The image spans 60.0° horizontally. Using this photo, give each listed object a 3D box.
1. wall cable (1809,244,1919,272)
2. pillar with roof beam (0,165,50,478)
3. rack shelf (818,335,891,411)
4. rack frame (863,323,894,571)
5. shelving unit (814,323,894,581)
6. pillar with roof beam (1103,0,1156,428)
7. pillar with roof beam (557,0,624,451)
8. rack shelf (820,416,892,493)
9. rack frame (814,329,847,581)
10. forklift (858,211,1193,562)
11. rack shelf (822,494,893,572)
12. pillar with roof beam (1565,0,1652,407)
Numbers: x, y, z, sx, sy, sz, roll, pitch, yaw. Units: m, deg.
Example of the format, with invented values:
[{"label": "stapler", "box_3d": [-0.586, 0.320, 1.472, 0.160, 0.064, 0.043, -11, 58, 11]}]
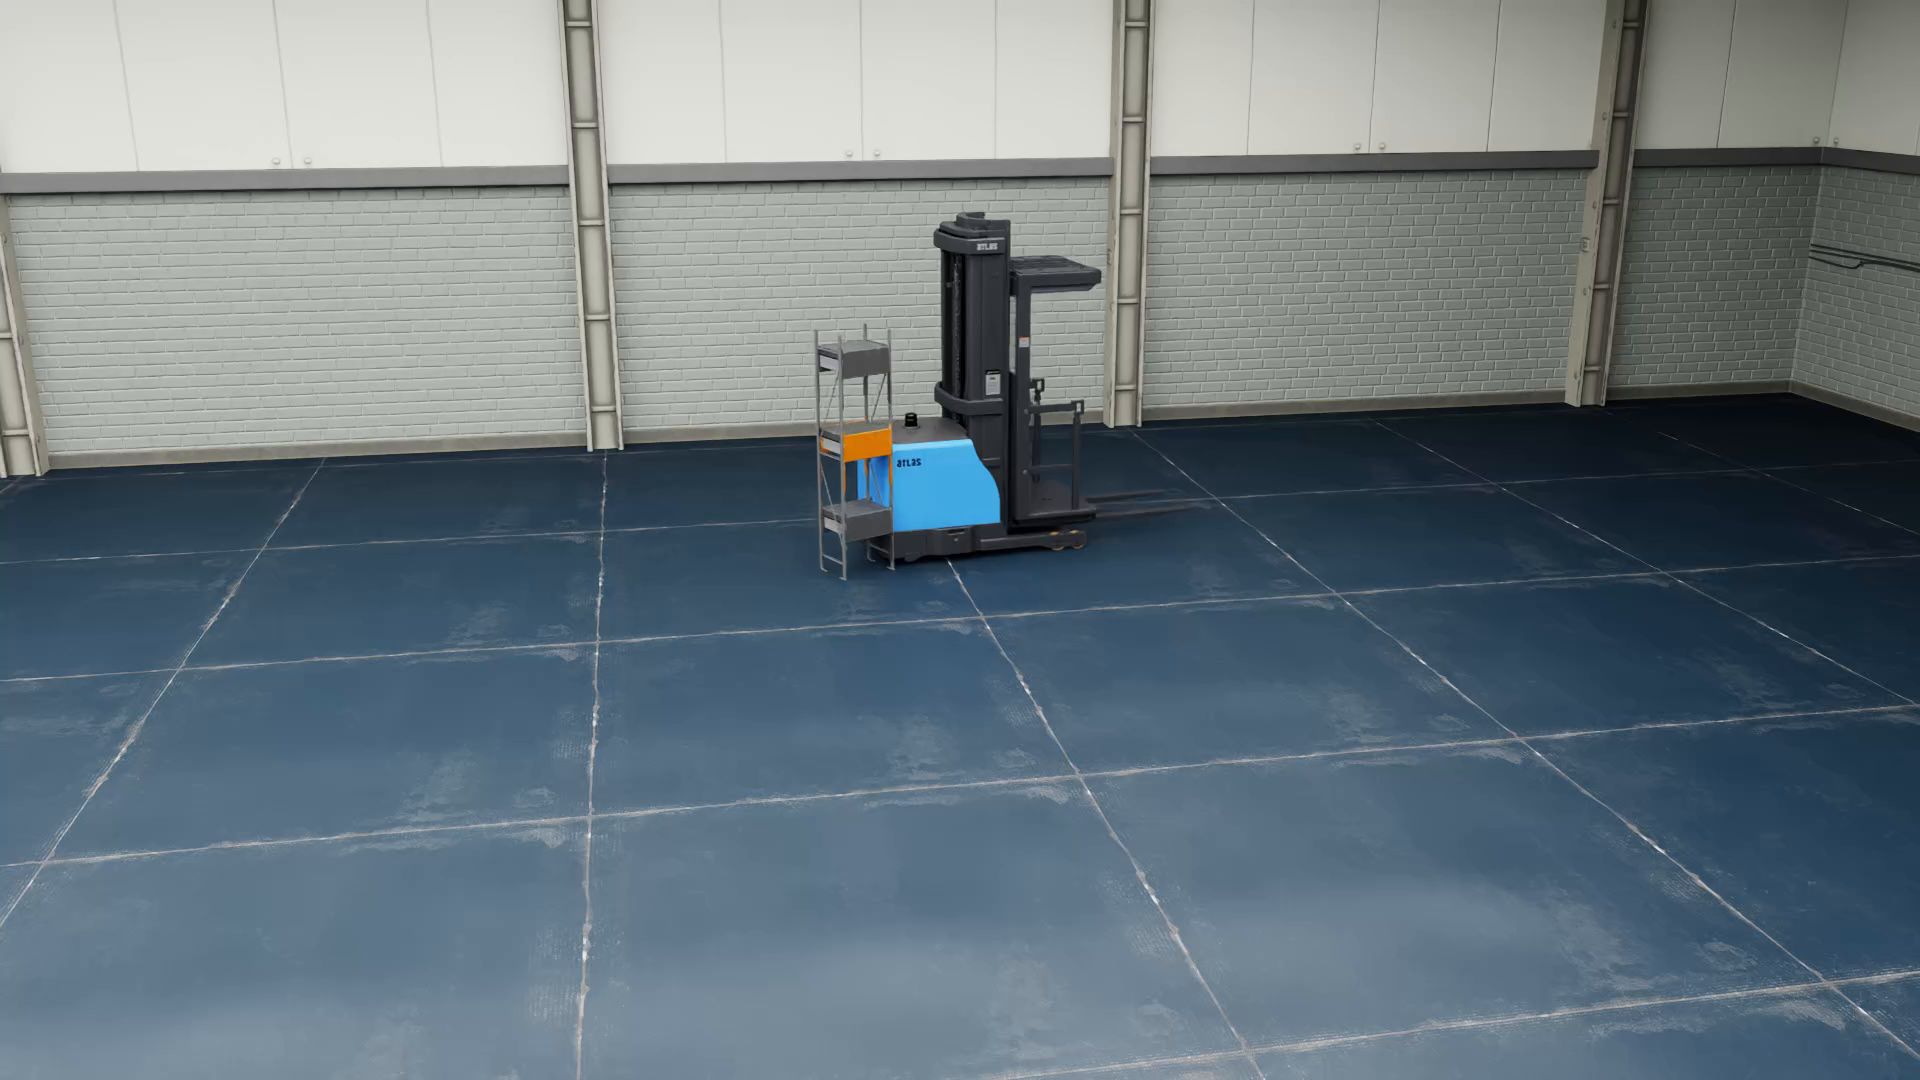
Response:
[{"label": "wall cable", "box_3d": [10.956, -4.310, 19.244, 0.112, 2.526, 3.097, -3, 17, -10]}, {"label": "pillar with roof beam", "box_3d": [-9.043, -3.768, 12.191, 0.400, 9.000, 9.100, -3, 17, -10]}, {"label": "rack shelf", "box_3d": [-0.892, -1.401, 13.897, 0.480, 0.518, 0.431, -12, 21, -35]}, {"label": "rack frame", "box_3d": [-0.696, -0.787, 14.237, 0.015, 2.100, 0.400, -12, 21, -35]}, {"label": "shelving unit", "box_3d": [-0.892, -0.745, 14.099, 0.503, 2.100, 0.431, -12, 21, -35]}, {"label": "pillar with roof beam", "box_3d": [2.739, -4.436, 14.367, 0.400, 9.000, 9.100, -3, 17, -10]}, {"label": "pillar with roof beam", "box_3d": [-3.152, -4.102, 13.279, 0.400, 9.000, 9.100, -3, 17, -10]}, {"label": "rack shelf", "box_3d": [-0.892, -0.732, 14.103, 0.480, 0.518, 0.431, -12, 21, -35]}, {"label": "rack frame", "box_3d": [-1.088, -0.702, 13.960, 0.015, 2.100, 0.400, -12, 21, -35]}, {"label": "forklift", "box_3d": [0.629, -1.445, 14.962, 3.031, 2.935, 1.130, -5, 18, -17]}, {"label": "rack shelf", "box_3d": [-0.892, -0.063, 14.308, 0.480, 0.518, 0.431, -12, 21, -35]}, {"label": "pillar with roof beam", "box_3d": [8.630, -4.770, 15.455, 0.400, 9.000, 9.100, -3, 17, -10]}]
